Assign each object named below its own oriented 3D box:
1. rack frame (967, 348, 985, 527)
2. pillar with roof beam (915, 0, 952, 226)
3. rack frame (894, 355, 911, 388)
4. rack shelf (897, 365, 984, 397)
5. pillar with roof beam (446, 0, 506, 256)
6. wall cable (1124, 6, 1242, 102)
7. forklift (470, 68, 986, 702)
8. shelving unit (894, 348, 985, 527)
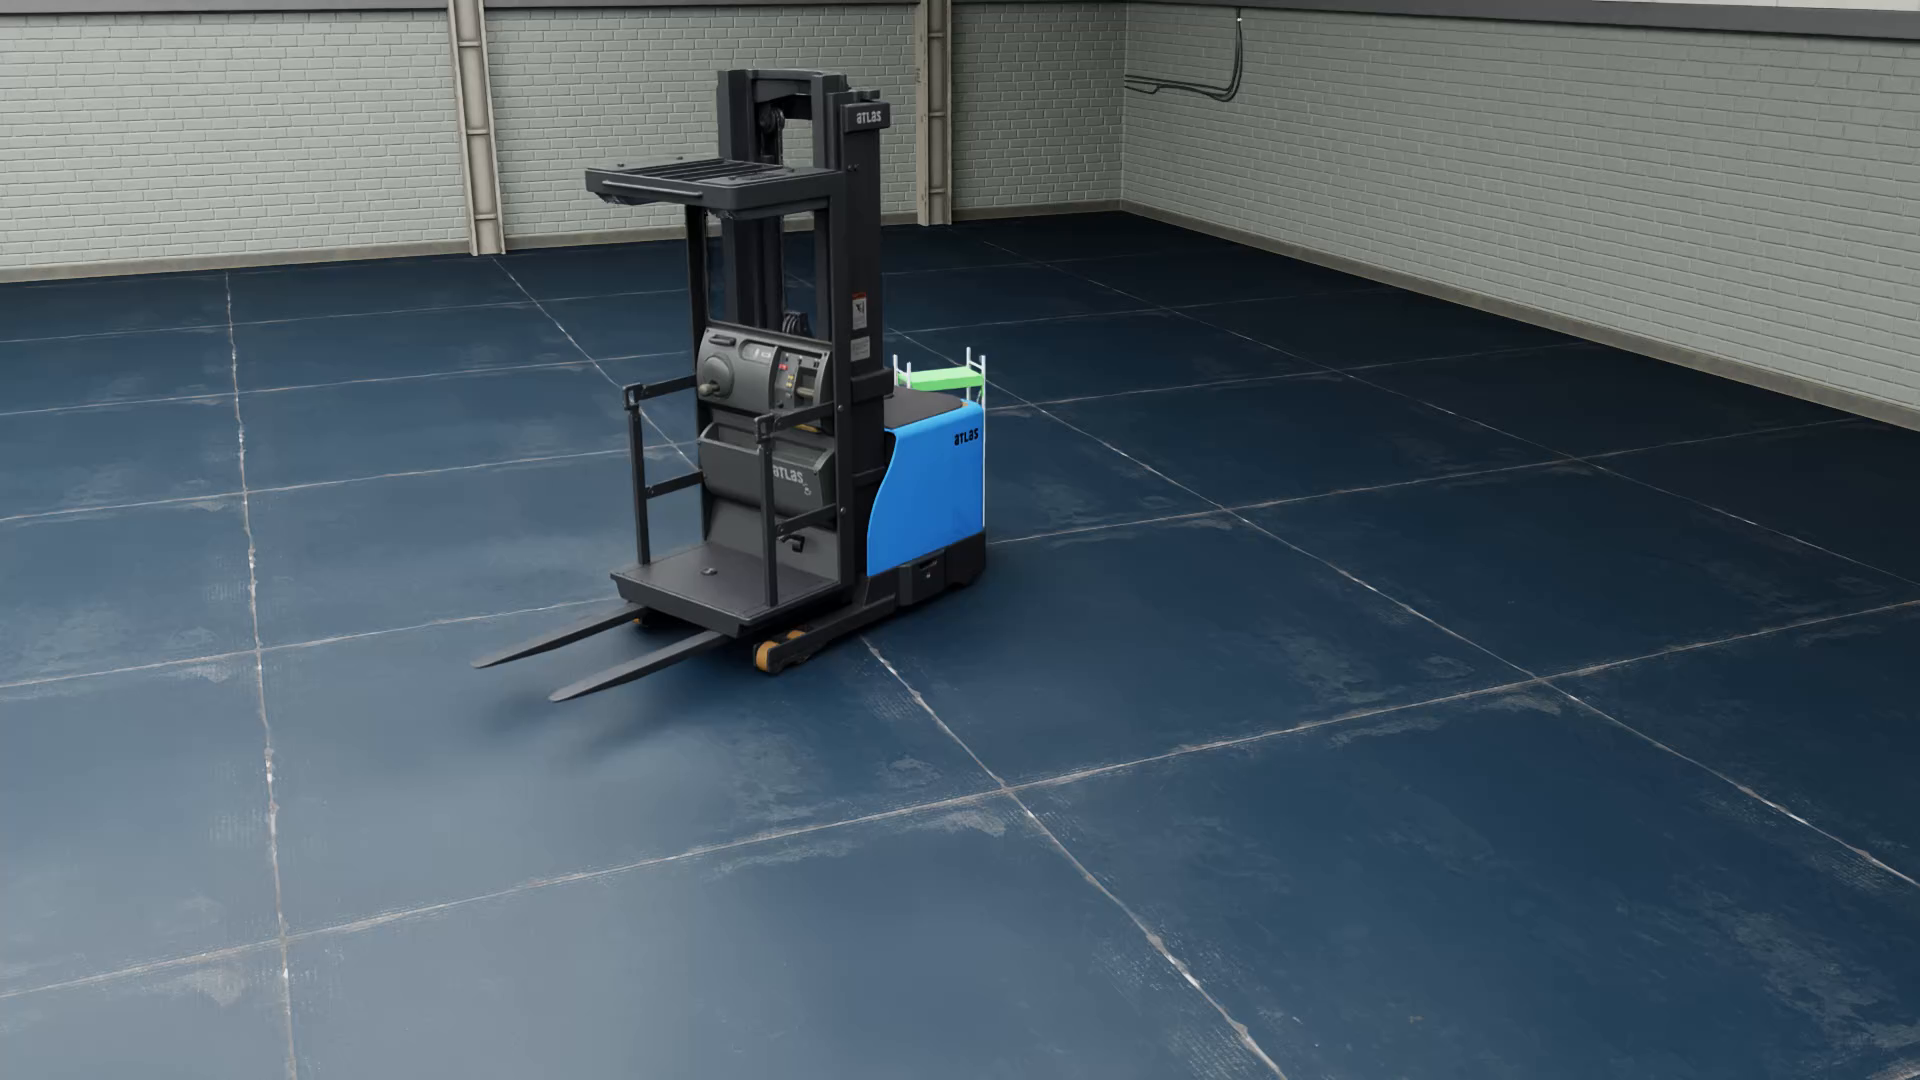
[{"bbox_3d":[0.099,-0.589,10.388,0.015,1.200,0.240,-8,21,-22],"label":"rack frame"},{"bbox_3d":[1.352,-7.286,17.665,0.400,9.000,9.100,-8,21,-22],"label":"pillar with roof beam"},{"bbox_3d":[-0.348,-0.524,10.202,0.015,1.200,0.240,-8,21,-22],"label":"rack frame"},{"bbox_3d":[-0.125,-0.949,10.157,0.480,0.148,0.258,-8,21,-22],"label":"rack shelf"},{"bbox_3d":[-4.157,-6.497,15.423,0.400,9.000,9.100,-8,21,-22],"label":"pillar with roof beam"},{"bbox_3d":[2.876,-7.118,21.865,0.112,2.526,3.097,-8,21,-22],"label":"wall cable"},{"bbox_3d":[-1.174,-0.880,8.609,1.130,2.935,3.031,15,25,37],"label":"forklift"},{"bbox_3d":[-0.125,-0.556,10.295,0.503,1.200,0.258,-8,21,-22],"label":"shelving unit"}]
